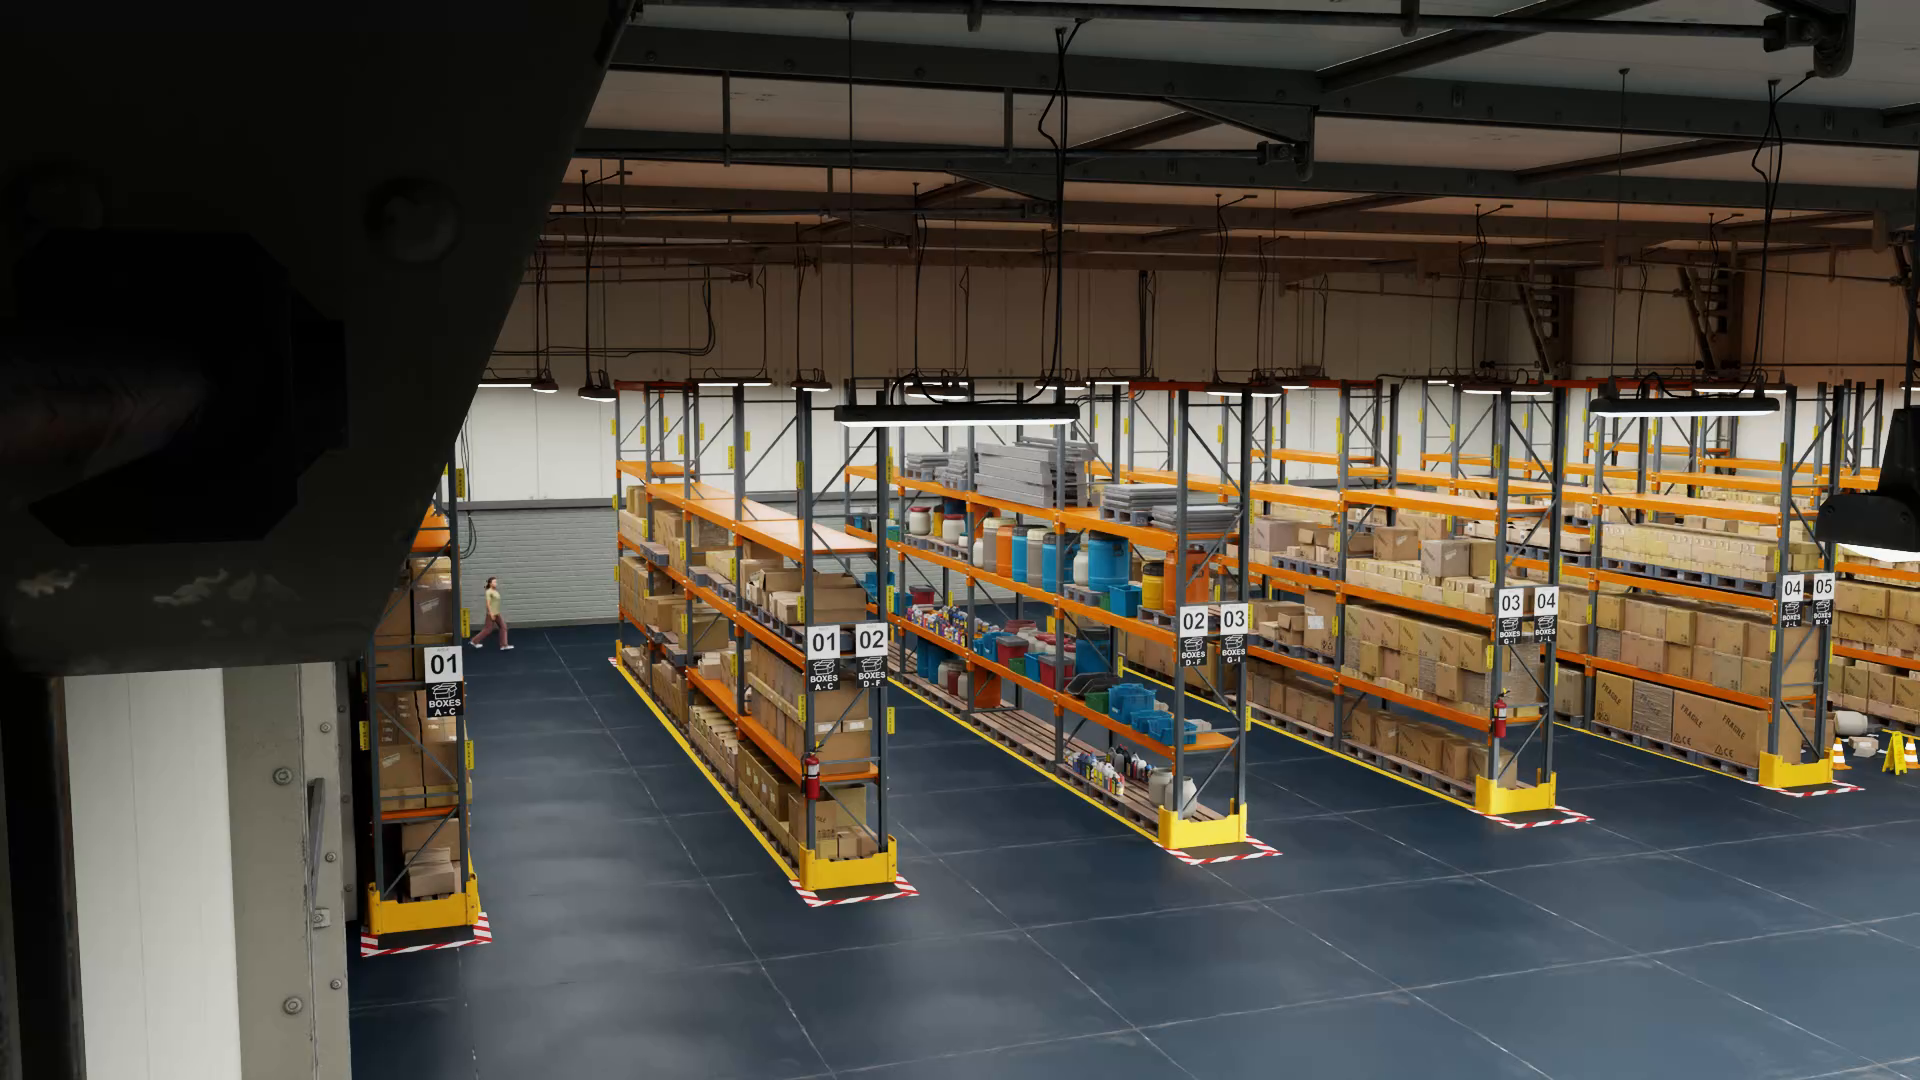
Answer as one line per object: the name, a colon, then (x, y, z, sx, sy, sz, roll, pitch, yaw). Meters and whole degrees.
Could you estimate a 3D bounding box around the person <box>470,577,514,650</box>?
person: (-10.361, 1.629, 36.760, 0.940, 1.634, 0.516, 0, 6, 3)

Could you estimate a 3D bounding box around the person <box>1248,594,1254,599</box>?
person: (5.917, 1.761, 35.009, 0.591, 1.759, 0.899, -2, 6, -15)
